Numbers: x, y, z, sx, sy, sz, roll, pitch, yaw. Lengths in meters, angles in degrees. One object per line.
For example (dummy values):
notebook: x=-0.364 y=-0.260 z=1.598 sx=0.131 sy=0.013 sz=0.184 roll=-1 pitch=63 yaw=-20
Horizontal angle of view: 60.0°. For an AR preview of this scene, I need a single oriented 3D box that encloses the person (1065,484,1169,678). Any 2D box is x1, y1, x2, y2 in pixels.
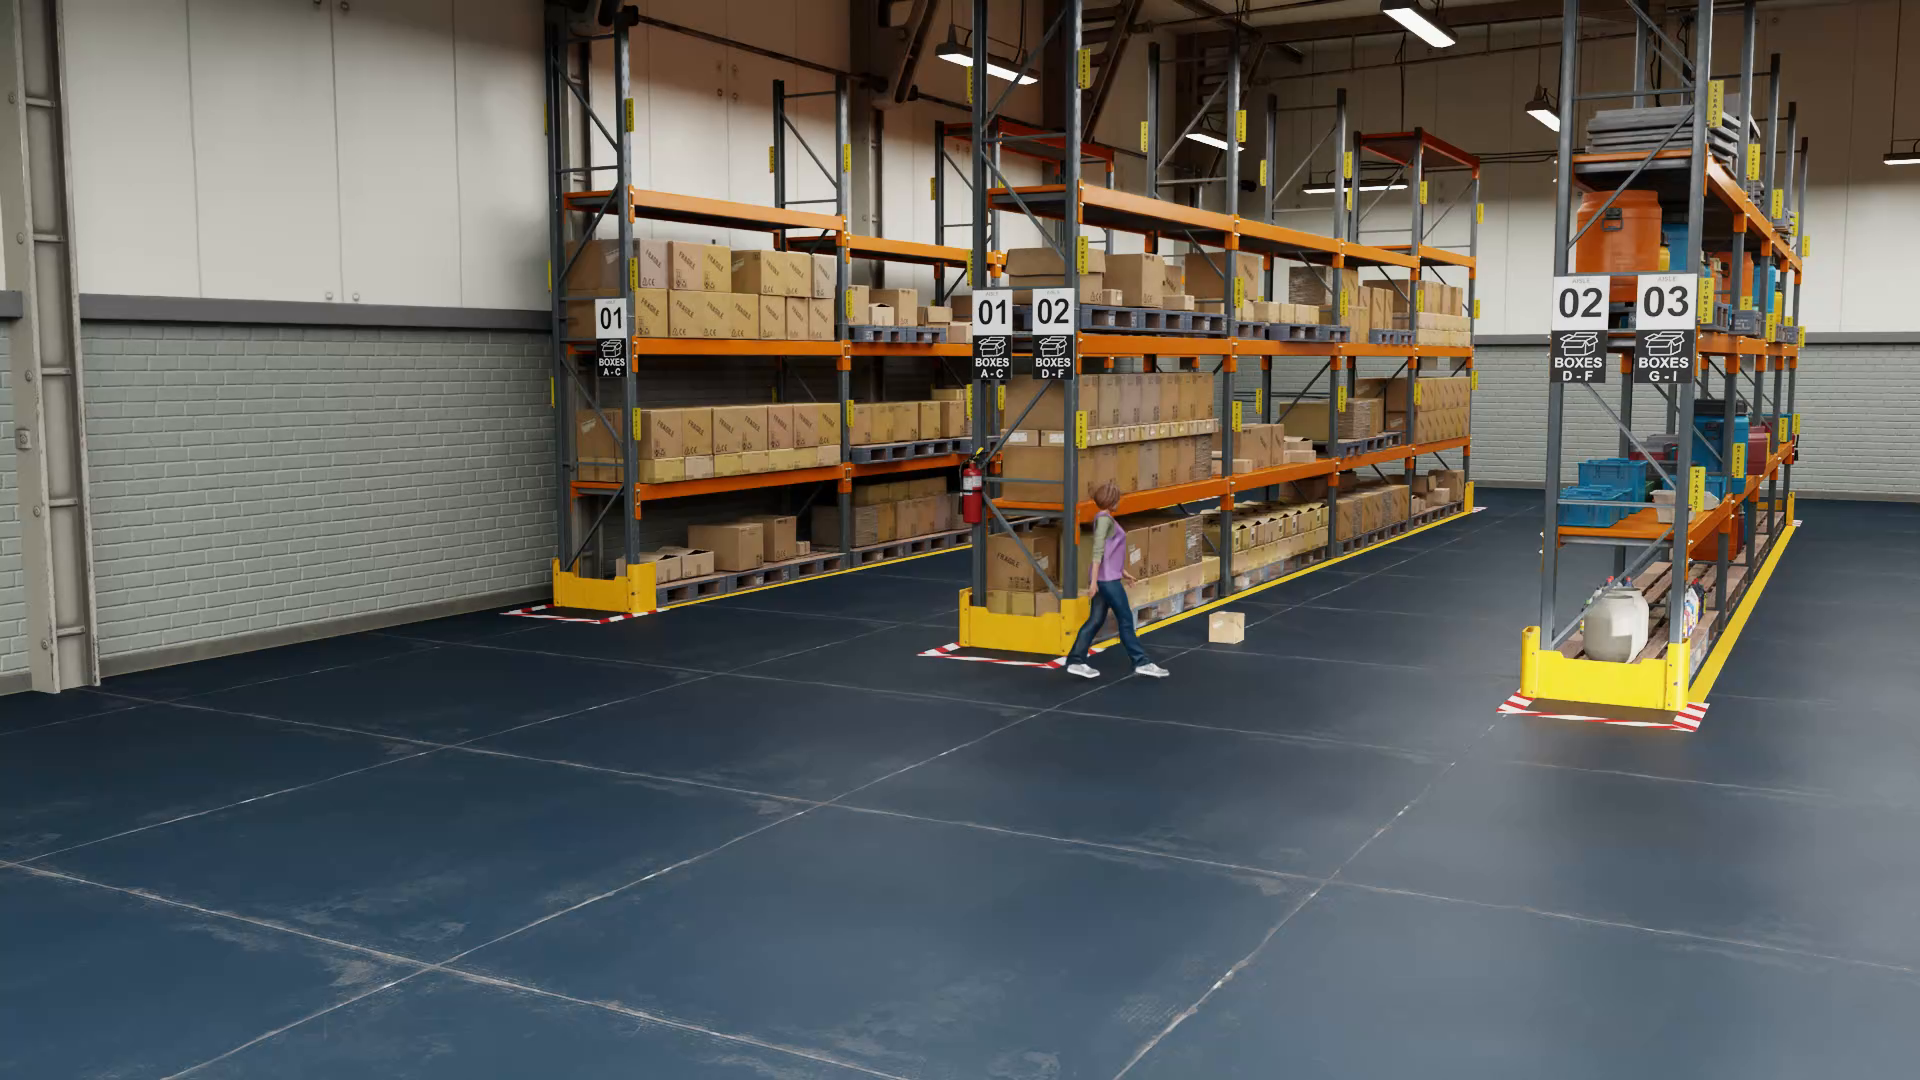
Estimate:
person: x=1.269 y=0.327 z=13.436 sx=0.831 sy=1.557 sz=0.487 roll=0 pitch=6 yaw=-1
